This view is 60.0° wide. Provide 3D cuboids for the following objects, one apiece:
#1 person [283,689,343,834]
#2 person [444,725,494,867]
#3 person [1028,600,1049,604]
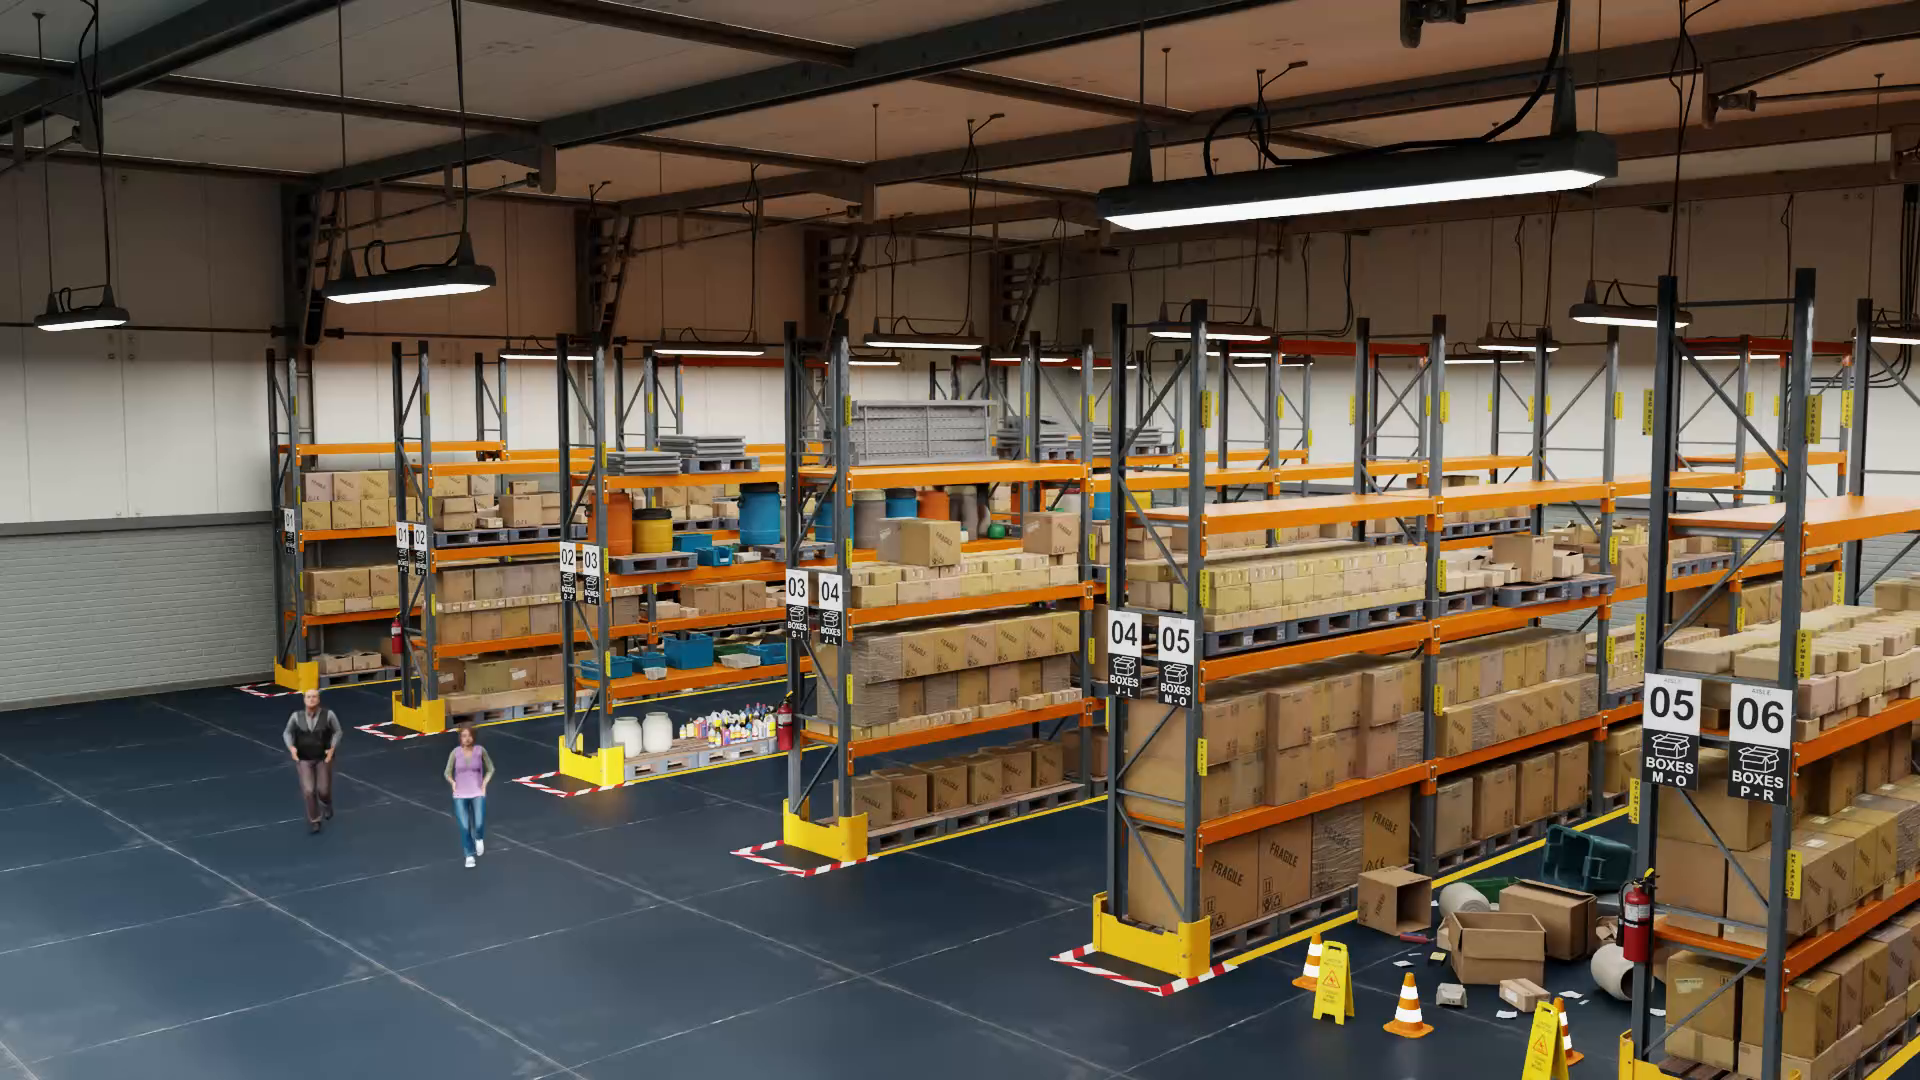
[{"bbox_3d":[-7.715,2.610,19.839,0.670,1.693,0.604,-1,5,-17],"label":"person"},{"bbox_3d":[-5.386,2.811,18.248,0.531,1.552,0.555,-1,5,-14],"label":"person"},{"bbox_3d":[1.319,1.510,32.112,0.650,1.745,0.601,3,6,35],"label":"person"}]
